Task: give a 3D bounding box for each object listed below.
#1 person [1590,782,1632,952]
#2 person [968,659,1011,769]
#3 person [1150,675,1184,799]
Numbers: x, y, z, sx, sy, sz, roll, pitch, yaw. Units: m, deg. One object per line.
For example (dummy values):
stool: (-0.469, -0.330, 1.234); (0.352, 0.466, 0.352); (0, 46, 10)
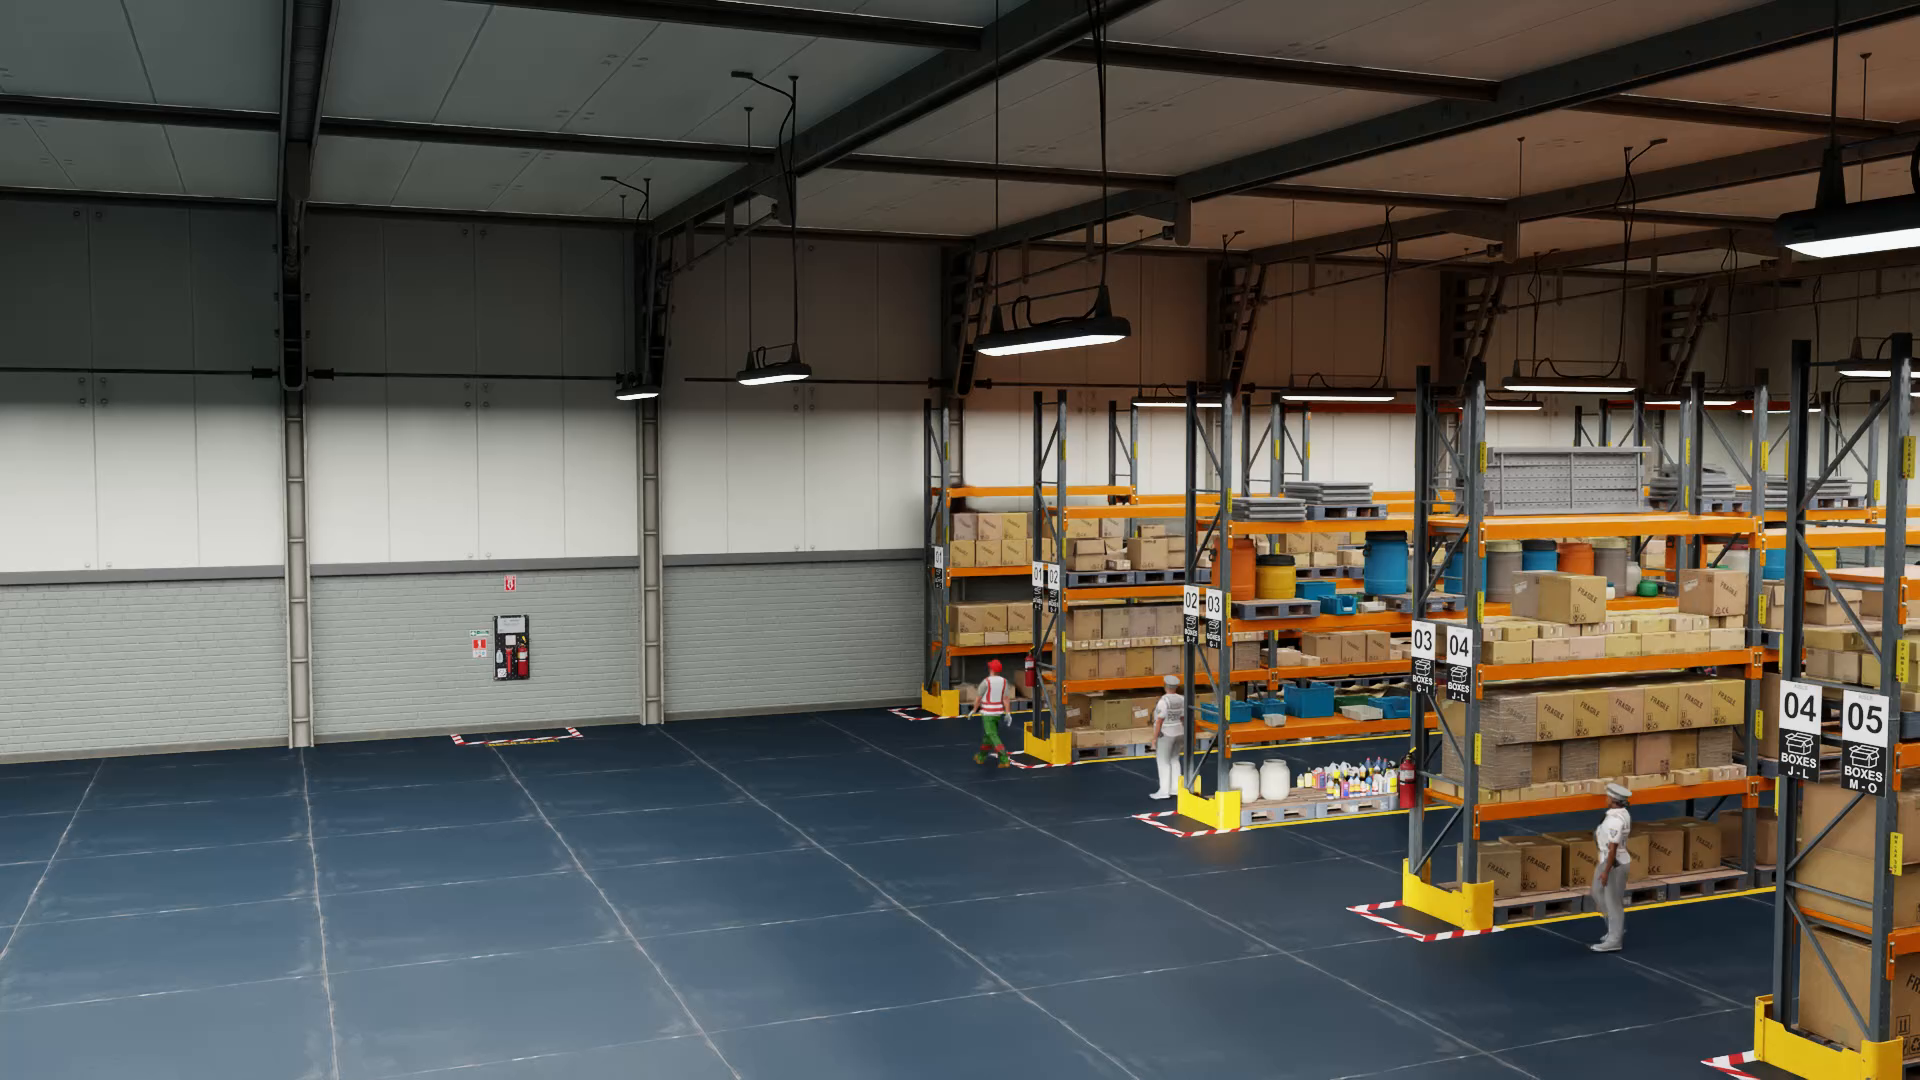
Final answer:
person: (6.645, 3.334, 16.986); (0.373, 1.724, 0.532); (1, 3, 12)
person: (0.471, 2.746, 26.291); (0.540, 1.743, 1.061); (-3, 5, -45)
person: (3.022, 2.853, 24.196); (0.413, 1.791, 0.553); (2, 4, 36)
